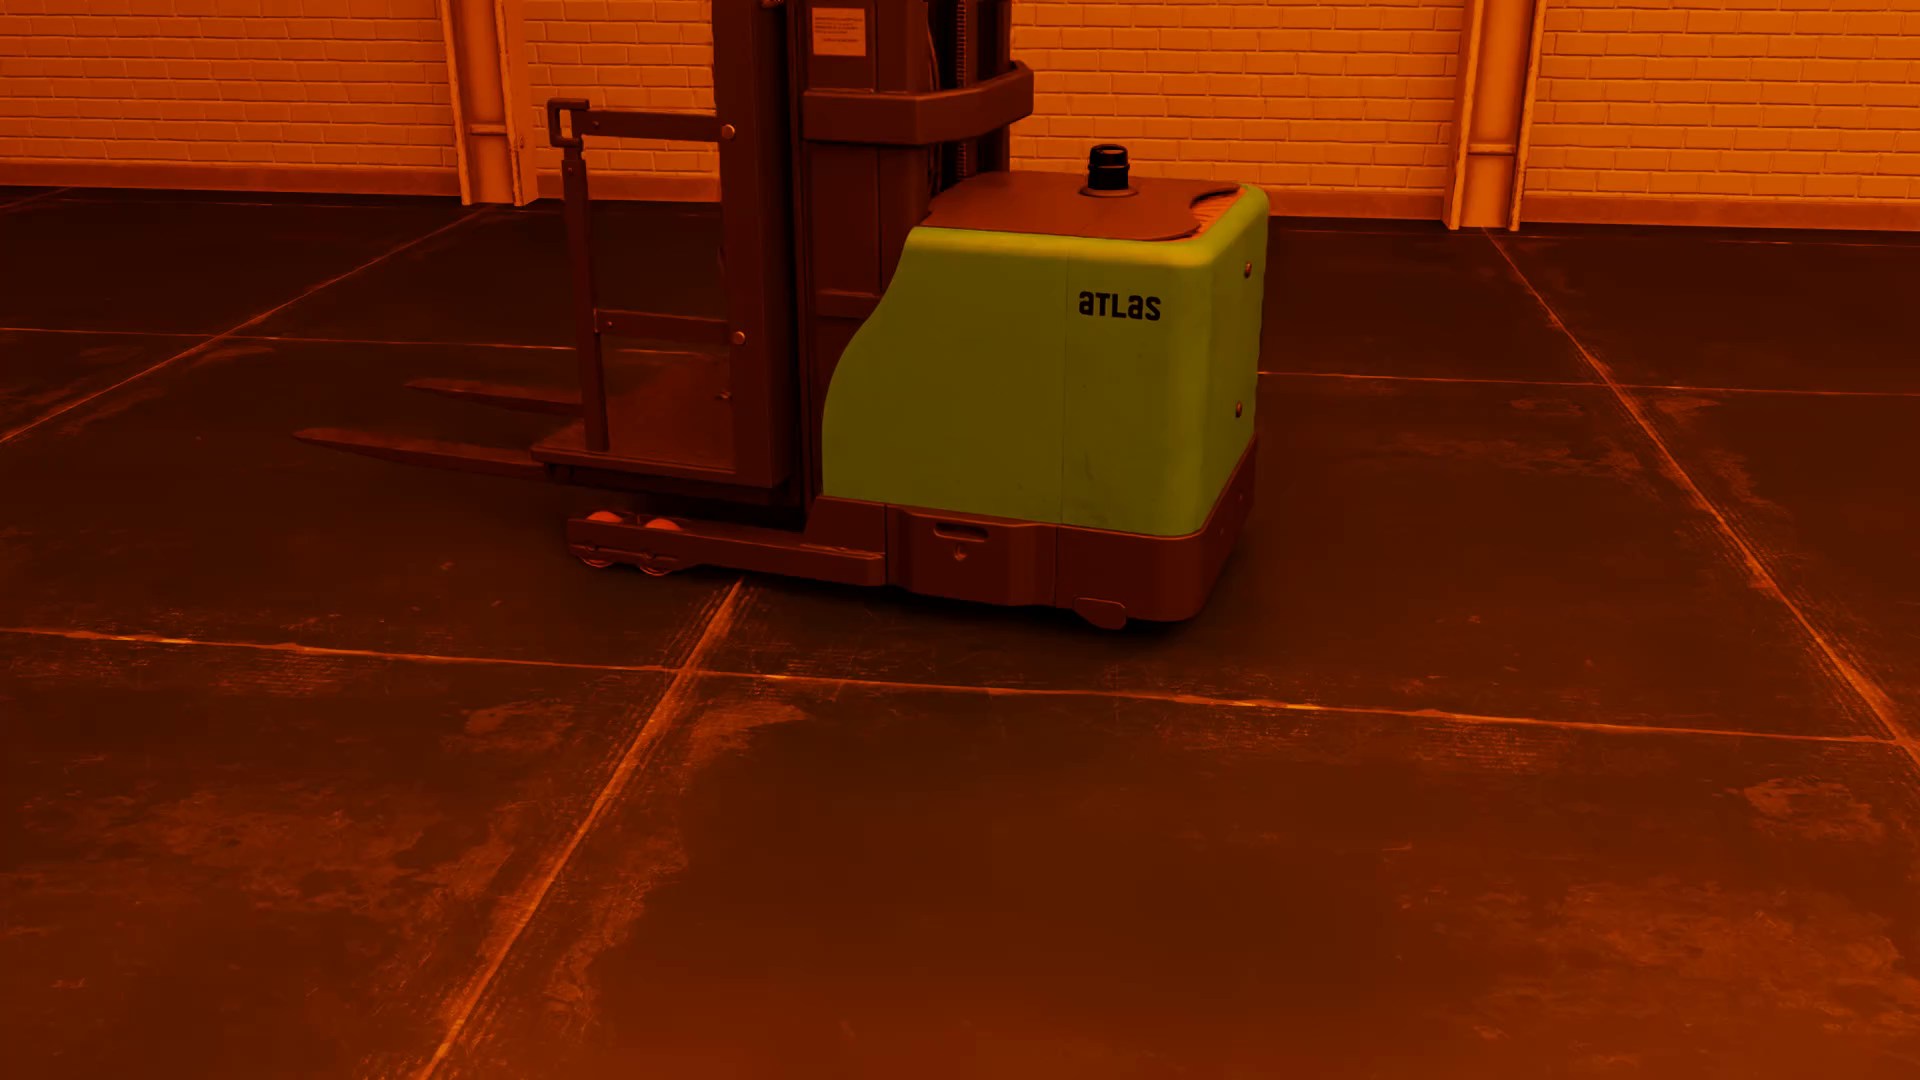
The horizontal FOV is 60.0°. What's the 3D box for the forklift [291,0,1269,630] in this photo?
[{"bbox_3d":[-0.648,-1.431,4.806,3.031,2.935,1.130,7,23,17],"label":"forklift"}]
